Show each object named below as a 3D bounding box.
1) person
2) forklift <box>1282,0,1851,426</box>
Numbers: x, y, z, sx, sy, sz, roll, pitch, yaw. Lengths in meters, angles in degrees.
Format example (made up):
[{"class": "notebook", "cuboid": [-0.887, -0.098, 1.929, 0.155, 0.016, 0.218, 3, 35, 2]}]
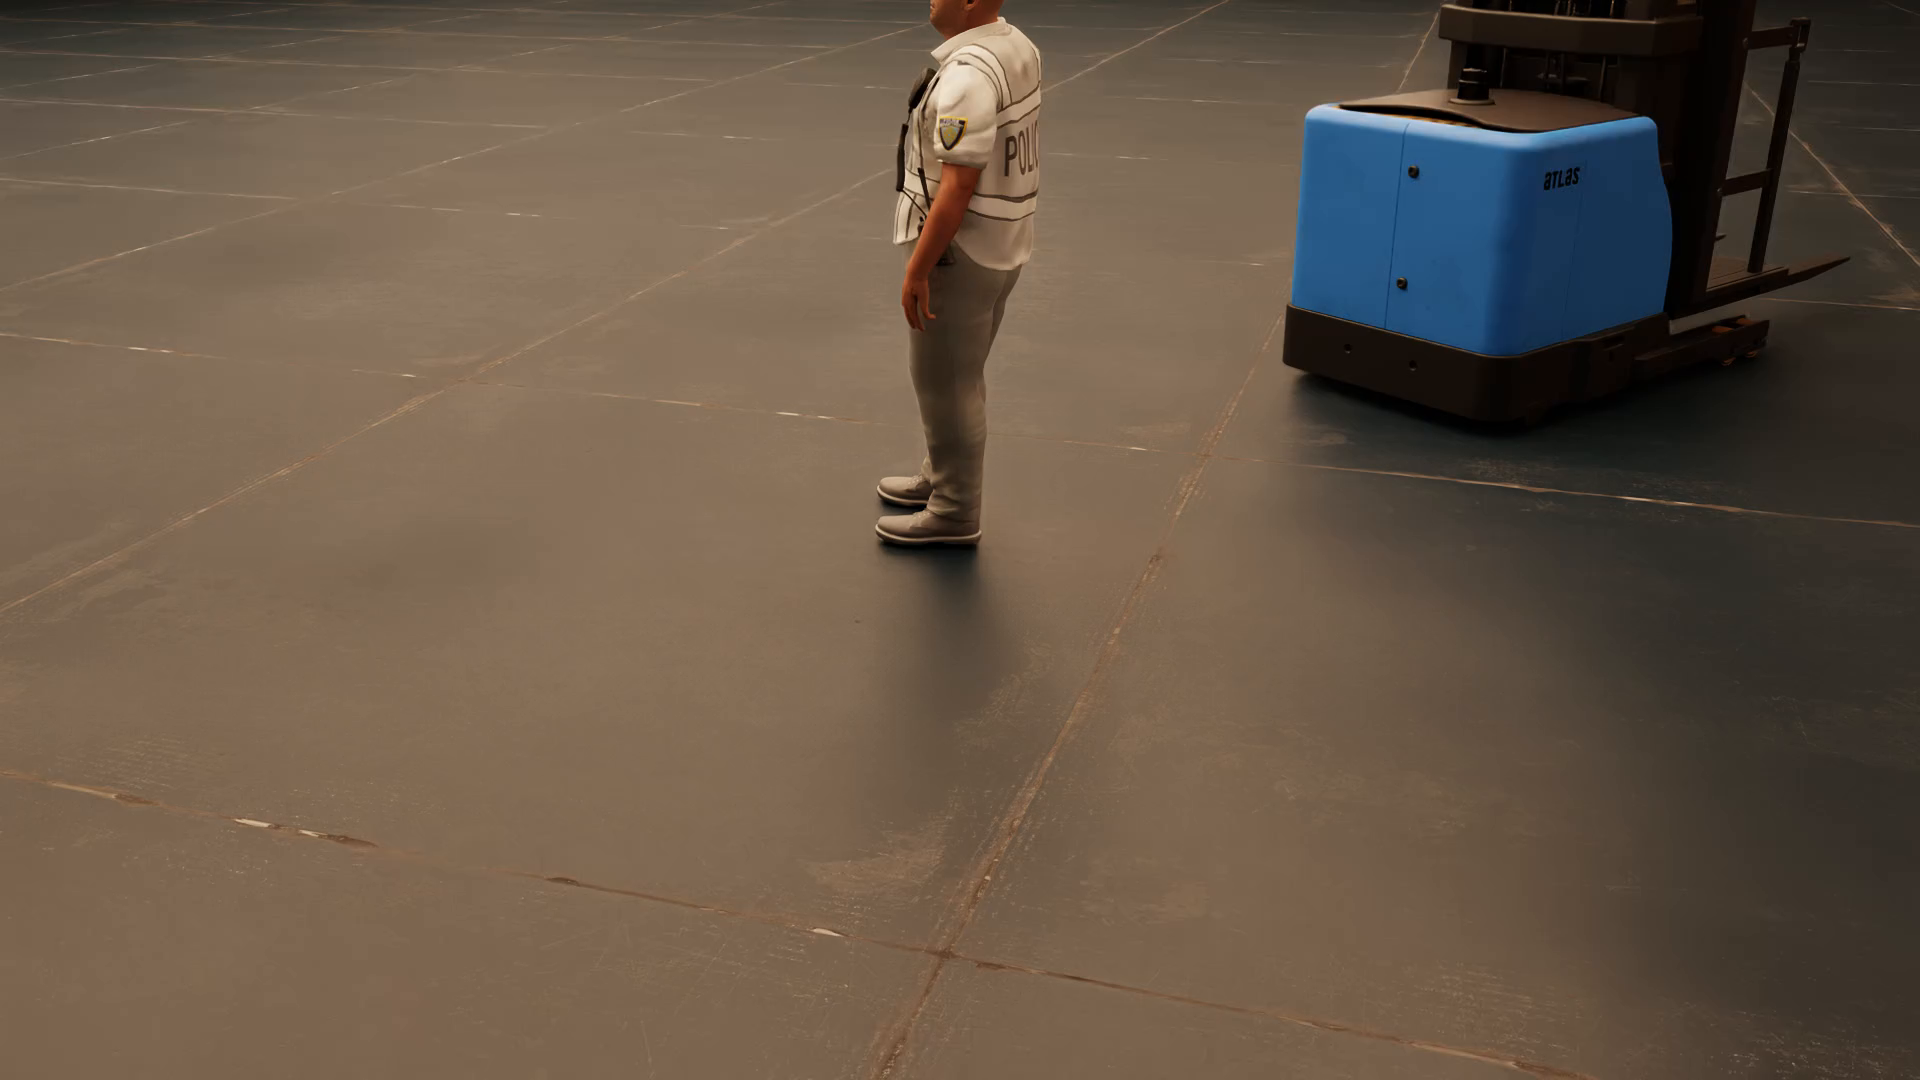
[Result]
[{"class": "person", "cuboid": [-0.071, -0.840, 4.811, 0.574, 1.772, 0.641, 7, 23, 16]}, {"class": "forklift", "cuboid": [2.758, -2.210, 6.632, 3.031, 2.935, 1.130, -17, 28, -35]}]
